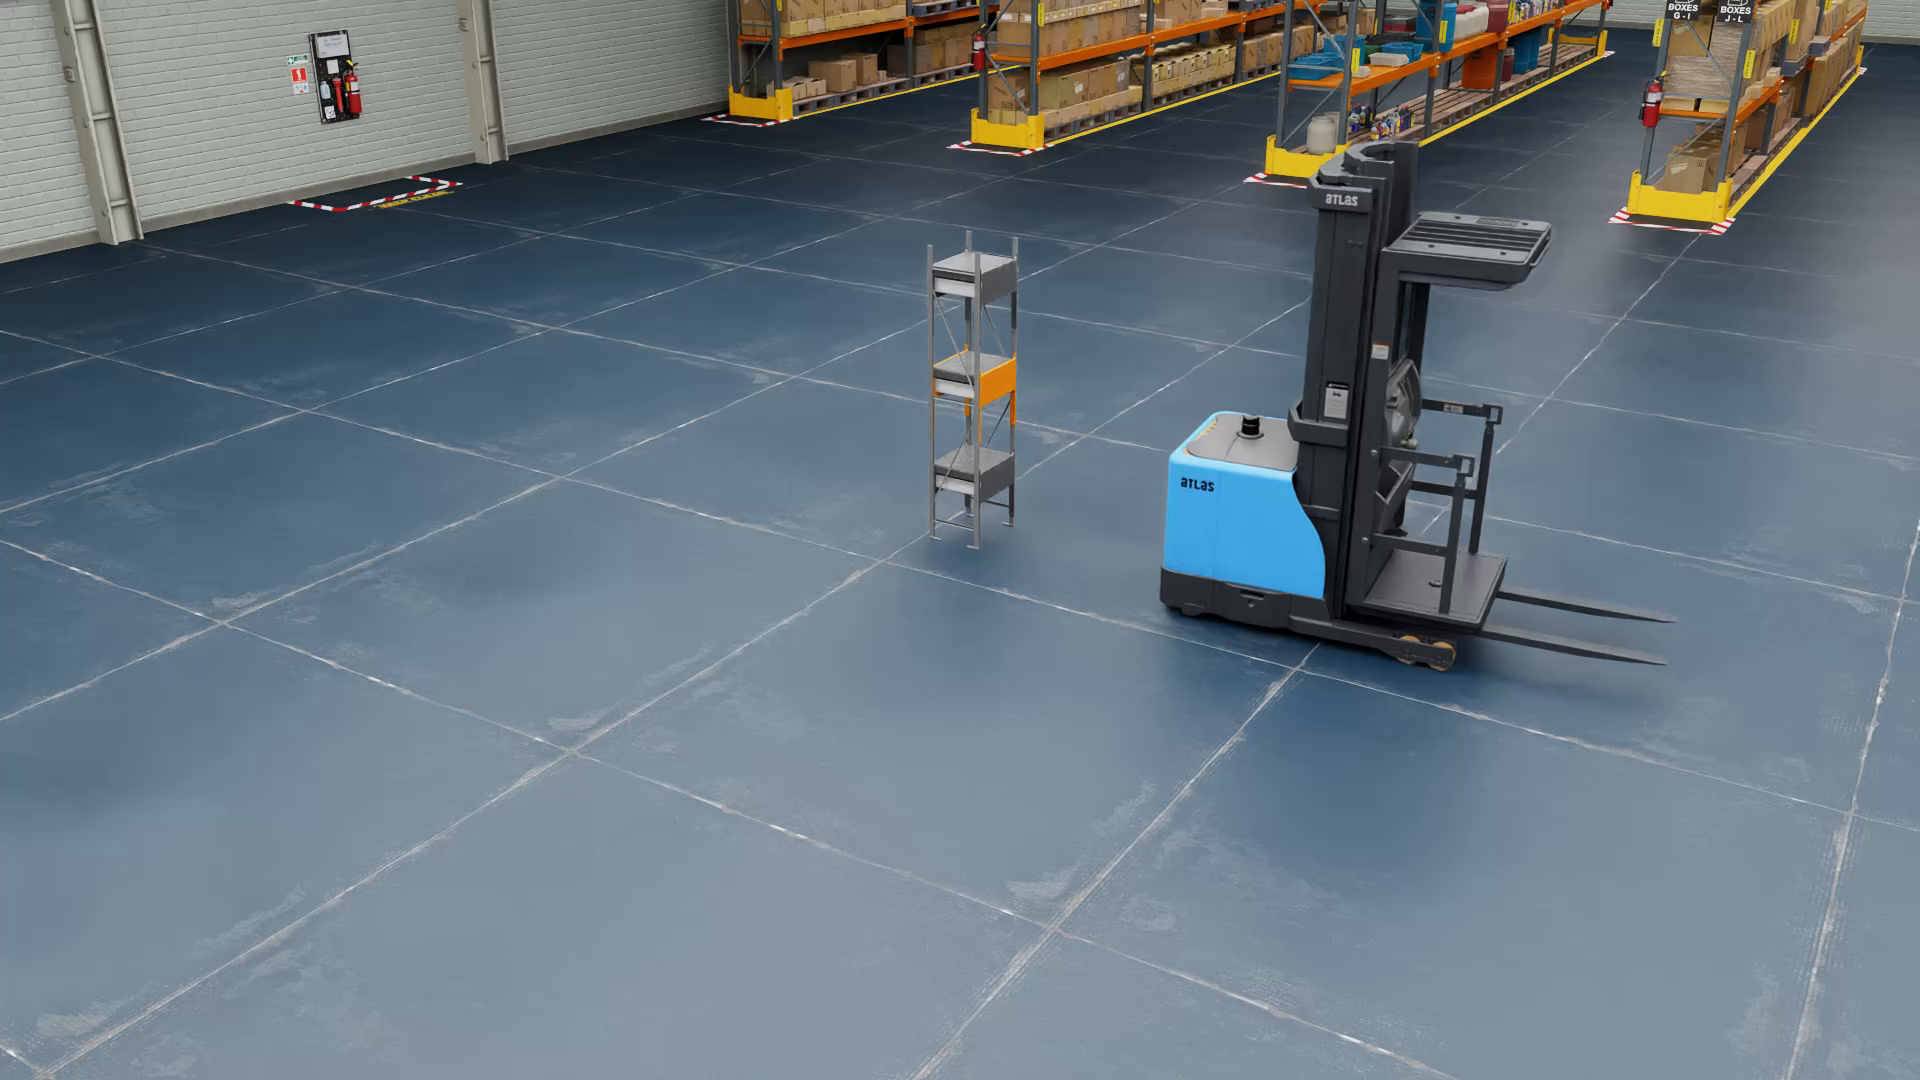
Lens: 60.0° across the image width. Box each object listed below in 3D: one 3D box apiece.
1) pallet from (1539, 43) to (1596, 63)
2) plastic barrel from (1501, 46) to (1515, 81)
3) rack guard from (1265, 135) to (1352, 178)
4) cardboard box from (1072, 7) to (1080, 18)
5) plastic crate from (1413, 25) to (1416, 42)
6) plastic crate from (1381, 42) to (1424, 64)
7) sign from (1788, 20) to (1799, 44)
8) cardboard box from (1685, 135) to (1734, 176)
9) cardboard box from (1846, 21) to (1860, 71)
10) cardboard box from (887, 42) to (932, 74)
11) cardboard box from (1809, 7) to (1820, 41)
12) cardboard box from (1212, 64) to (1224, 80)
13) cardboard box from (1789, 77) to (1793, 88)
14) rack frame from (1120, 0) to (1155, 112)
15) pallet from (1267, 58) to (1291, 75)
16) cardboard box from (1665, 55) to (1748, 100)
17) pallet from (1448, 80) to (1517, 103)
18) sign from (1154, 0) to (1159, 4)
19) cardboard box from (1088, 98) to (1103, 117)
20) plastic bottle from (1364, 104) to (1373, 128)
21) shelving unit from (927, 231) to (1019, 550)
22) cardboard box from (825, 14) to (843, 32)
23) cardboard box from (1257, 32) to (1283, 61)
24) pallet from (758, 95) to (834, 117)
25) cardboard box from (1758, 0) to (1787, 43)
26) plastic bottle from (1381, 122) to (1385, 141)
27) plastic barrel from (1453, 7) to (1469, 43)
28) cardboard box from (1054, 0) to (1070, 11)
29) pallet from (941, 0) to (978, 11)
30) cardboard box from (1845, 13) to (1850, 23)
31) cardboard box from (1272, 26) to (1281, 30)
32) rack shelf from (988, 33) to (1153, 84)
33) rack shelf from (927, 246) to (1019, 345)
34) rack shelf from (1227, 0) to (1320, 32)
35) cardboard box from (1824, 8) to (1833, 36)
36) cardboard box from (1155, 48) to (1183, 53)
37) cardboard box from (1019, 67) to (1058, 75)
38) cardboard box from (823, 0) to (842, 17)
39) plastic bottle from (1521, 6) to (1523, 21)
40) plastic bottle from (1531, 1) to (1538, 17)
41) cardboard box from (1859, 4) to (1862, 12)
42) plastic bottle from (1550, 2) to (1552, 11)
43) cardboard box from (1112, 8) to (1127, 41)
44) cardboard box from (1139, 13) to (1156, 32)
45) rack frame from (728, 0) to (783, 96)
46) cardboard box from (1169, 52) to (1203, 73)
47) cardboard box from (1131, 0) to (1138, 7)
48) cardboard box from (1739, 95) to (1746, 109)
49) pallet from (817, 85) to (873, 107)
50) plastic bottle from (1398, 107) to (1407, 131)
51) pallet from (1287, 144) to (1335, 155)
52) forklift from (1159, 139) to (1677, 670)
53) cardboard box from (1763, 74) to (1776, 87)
[{"bbox_3d":[12.932,-10.414,35.541,1.003,0.211,1.213,14,27,29],"label":"pallet"},{"bbox_3d":[10.019,-8.900,31.040,0.600,0.588,0.708,14,27,29],"label":"plastic barrel"},{"bbox_3d":[4.960,-5.453,23.716,1.175,0.500,0.348,14,27,29],"label":"rack guard"},{"bbox_3d":[1.687,-8.383,26.397,0.380,0.149,0.250,13,27,27],"label":"cardboard box"},{"bbox_3d":[7.387,-8.344,27.270,0.392,0.384,0.575,14,27,29],"label":"plastic crate"},{"bbox_3d":[6.717,-7.416,25.291,0.499,0.251,0.616,14,27,29],"label":"plastic crate"},{"bbox_3d":[11.743,-7.162,23.430,0.100,0.325,0.005,14,27,29],"label":"sign"},{"bbox_3d":[10.144,-5.195,22.593,0.500,0.500,0.500,17,29,34],"label":"cardboard box"},{"bbox_3d":[16.858,-9.604,32.305,0.875,0.875,0.875,14,27,29],"label":"cardboard box"},{"bbox_3d":[-0.973,-9.297,32.043,0.700,0.500,0.500,15,28,31],"label":"cardboard box"},{"bbox_3d":[12.927,-8.065,25.950,0.700,0.500,0.500,19,30,37],"label":"cardboard box"},{"bbox_3d":[4.634,-8.831,31.306,0.500,0.250,0.500,14,27,28],"label":"cardboard box"},{"bbox_3d":[13.060,-7.393,26.700,0.500,0.250,0.500,15,28,31],"label":"cardboard box"},{"bbox_3d":[2.864,-8.953,28.657,1.000,3.000,0.127,14,27,29],"label":"rack frame"},{"bbox_3d":[6.044,-9.678,33.840,1.003,0.211,1.213,14,27,29],"label":"pallet"},{"bbox_3d":[9.481,-5.888,21.076,0.875,0.500,0.500,14,27,29],"label":"cardboard box"},{"bbox_3d":[9.560,-8.259,30.563,1.003,0.211,1.213,14,27,29],"label":"pallet"},{"bbox_3d":[3.336,-9.271,28.201,0.100,0.325,0.005,14,27,29],"label":"sign"},{"bbox_3d":[2.018,-7.175,27.480,0.500,0.250,0.500,14,27,29],"label":"cardboard box"},{"bbox_3d":[6.414,-6.685,26.196,0.144,0.351,0.185,14,27,29],"label":"plastic bottle"},{"bbox_3d":[0.087,-1.019,11.462,0.431,2.100,0.503,14,27,29],"label":"shelving unit"},{"bbox_3d":[-2.394,-9.028,28.992,0.500,0.250,0.500,13,27,28],"label":"cardboard box"},{"bbox_3d":[6.267,-9.975,33.610,0.500,0.500,0.500,13,27,27],"label":"cardboard box"},{"bbox_3d":[-2.958,-7.653,29.163,1.003,0.211,1.213,14,27,29],"label":"pallet"},{"bbox_3d":[10.747,-6.970,22.317,0.500,0.500,0.500,14,27,29],"label":"cardboard box"},{"bbox_3d":[6.362,-6.176,25.122,0.097,0.271,0.097,0,23,0],"label":"plastic bottle"},{"bbox_3d":[8.148,-8.501,27.441,0.433,0.535,0.433,0,23,0],"label":"plastic barrel"},{"bbox_3d":[1.311,-8.596,26.072,0.700,0.500,0.500,13,27,28],"label":"cardboard box"},{"bbox_3d":[-0.246,-10.576,32.645,1.003,0.211,1.213,14,27,29],"label":"pallet"},{"bbox_3d":[15.936,-9.491,30.215,0.380,0.149,0.250,14,27,29],"label":"cardboard box"},{"bbox_3d":[6.349,-10.414,34.622,0.500,0.500,0.500,14,27,30],"label":"cardboard box"},{"bbox_3d":[1.809,-7.948,27.240,1.077,0.370,4.000,14,27,29],"label":"rack shelf"},{"bbox_3d":[0.087,-1.649,11.189,0.431,0.518,0.480,14,27,29],"label":"rack shelf"},{"bbox_3d":[6.028,-10.648,33.477,1.077,0.370,4.000,14,27,29],"label":"rack shelf"},{"bbox_3d":[14.145,-8.554,27.607,0.500,0.500,0.500,13,27,28],"label":"cardboard box"},{"bbox_3d":[3.907,-9.026,31.050,0.500,0.311,0.500,13,27,28],"label":"cardboard box"},{"bbox_3d":[1.299,-7.462,27.201,0.500,0.500,0.500,14,27,29],"label":"cardboard box"},{"bbox_3d":[-2.403,-9.361,28.817,0.500,0.500,0.500,13,27,27],"label":"cardboard box"},{"bbox_3d":[10.203,-9.596,30.303,0.097,0.271,0.097,0,23,0],"label":"plastic bottle"},{"bbox_3d":[10.704,-9.939,31.090,0.152,0.276,0.135,14,27,29],"label":"plastic bottle"},{"bbox_3d":[17.026,-10.189,31.827,0.380,0.149,0.250,14,27,29],"label":"cardboard box"},{"bbox_3d":[11.318,-10.277,31.965,0.097,0.201,0.097,0,23,0],"label":"plastic bottle"},{"bbox_3d":[2.362,-8.669,27.873,0.700,0.500,0.500,14,27,28],"label":"cardboard box"},{"bbox_3d":[3.086,-9.060,29.091,0.500,0.250,0.500,16,28,32],"label":"cardboard box"},{"bbox_3d":[-3.457,-8.640,27.933,1.000,3.000,0.127,14,27,29],"label":"rack frame"},{"bbox_3d":[4.103,-8.748,30.409,0.500,0.311,0.500,15,27,30],"label":"cardboard box"},{"bbox_3d":[2.770,-9.077,28.000,0.380,0.149,0.250,13,27,28],"label":"cardboard box"},{"bbox_3d":[9.813,-5.619,21.270,0.380,0.149,0.250,14,27,29],"label":"cardboard box"},{"bbox_3d":[-2.314,-8.063,30.110,1.003,0.211,1.213,14,27,29],"label":"pallet"},{"bbox_3d":[6.874,-6.558,25.903,0.144,0.351,0.185,12,26,26],"label":"plastic bottle"},{"bbox_3d":[5.393,-5.593,24.404,1.003,0.211,1.213,14,27,29],"label":"pallet"},{"bbox_3d":[2.840,-0.806,9.923,3.031,2.935,1.130,11,26,23],"label":"forklift"},{"bbox_3d":[11.054,-6.365,22.993,0.380,0.149,0.250,14,27,29],"label":"cardboard box"}]
